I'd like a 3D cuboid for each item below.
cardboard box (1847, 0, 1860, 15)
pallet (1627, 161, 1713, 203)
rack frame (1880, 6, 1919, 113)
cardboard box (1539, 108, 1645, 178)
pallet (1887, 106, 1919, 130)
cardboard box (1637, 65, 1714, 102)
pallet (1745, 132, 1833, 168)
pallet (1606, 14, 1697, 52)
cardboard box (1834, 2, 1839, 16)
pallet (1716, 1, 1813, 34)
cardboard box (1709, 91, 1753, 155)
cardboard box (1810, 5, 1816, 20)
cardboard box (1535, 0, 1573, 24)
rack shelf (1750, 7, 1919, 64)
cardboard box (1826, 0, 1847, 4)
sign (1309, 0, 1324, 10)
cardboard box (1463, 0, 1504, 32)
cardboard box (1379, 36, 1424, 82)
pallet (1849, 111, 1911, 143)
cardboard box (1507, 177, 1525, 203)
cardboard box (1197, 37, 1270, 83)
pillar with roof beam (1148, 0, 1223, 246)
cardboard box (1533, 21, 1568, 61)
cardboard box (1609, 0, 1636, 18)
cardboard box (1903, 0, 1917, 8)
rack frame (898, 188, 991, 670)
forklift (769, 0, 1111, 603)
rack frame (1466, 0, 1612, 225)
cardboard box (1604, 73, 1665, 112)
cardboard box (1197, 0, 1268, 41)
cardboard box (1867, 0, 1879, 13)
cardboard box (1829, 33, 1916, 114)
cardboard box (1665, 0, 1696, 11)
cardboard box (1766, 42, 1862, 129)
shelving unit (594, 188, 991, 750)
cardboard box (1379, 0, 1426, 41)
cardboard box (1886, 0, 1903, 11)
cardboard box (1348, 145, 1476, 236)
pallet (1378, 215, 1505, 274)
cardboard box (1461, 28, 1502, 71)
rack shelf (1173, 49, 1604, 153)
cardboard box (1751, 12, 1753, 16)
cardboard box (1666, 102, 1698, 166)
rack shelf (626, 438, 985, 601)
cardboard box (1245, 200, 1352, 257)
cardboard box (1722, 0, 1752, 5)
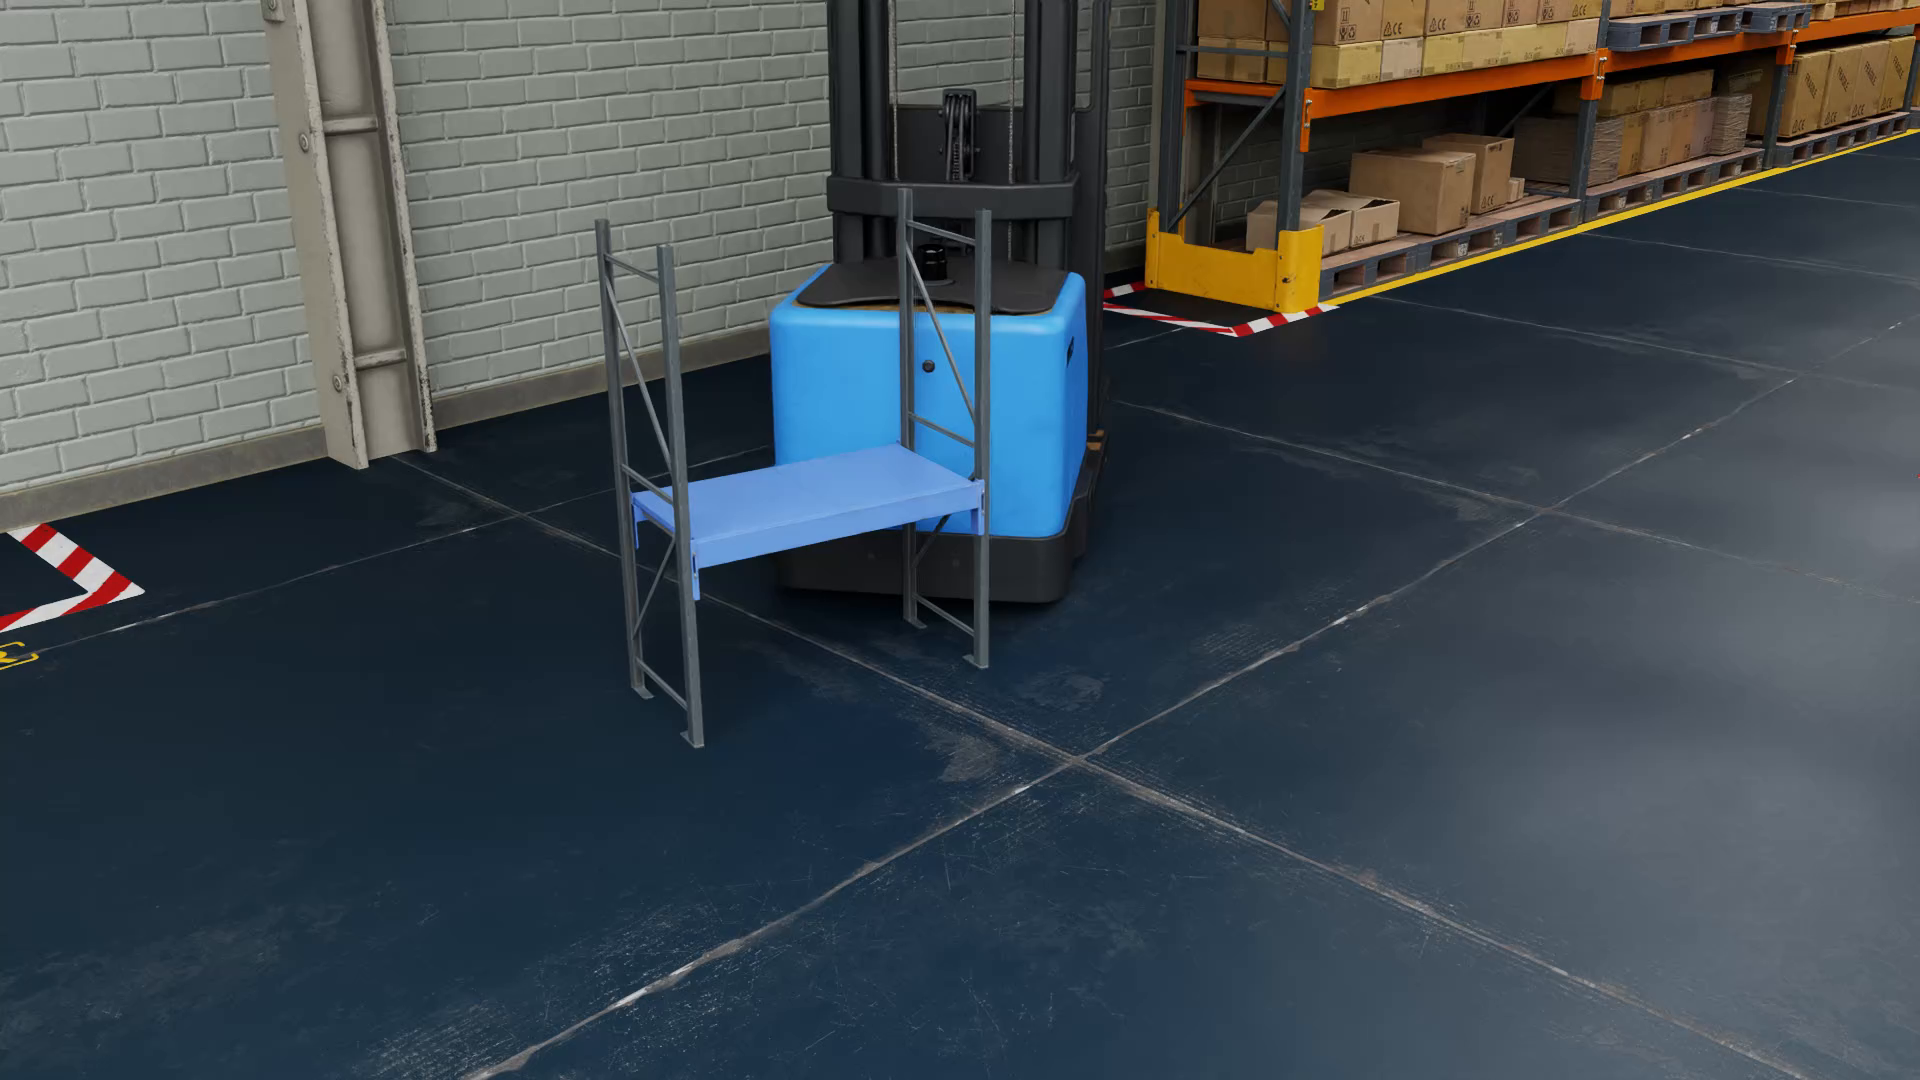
[{"bbox_3d":[8.707,-5.320,16.558,0.380,0.149,0.250,19,28,41],"label":"cardboard box"},{"bbox_3d":[5.852,-3.190,14.581,1.003,0.211,1.213,19,28,41],"label":"pallet"},{"bbox_3d":[10.040,-6.033,18.089,1.000,3.000,0.127,19,28,41],"label":"rack frame"},{"bbox_3d":[5.285,-3.354,13.990,0.700,0.500,0.500,19,28,40],"label":"cardboard box"},{"bbox_3d":[10.626,-4.907,19.047,1.003,0.211,1.213,19,28,41],"label":"pallet"},{"bbox_3d":[6.342,-4.064,14.793,0.500,0.250,0.500,-20,28,-41],"label":"cardboard box"},{"bbox_3d":[7.853,-3.887,16.392,1.003,0.211,1.213,19,28,41],"label":"pallet"},{"bbox_3d":[5.096,-4.047,13.190,1.003,0.211,1.213,19,28,41],"label":"pallet"},{"bbox_3d":[8.335,-5.197,16.238,0.250,0.149,0.380,-19,28,-41],"label":"cardboard box"},{"bbox_3d":[6.828,-4.705,14.902,1.213,0.211,1.003,19,28,41],"label":"pallet"},{"bbox_3d":[6.784,-3.845,15.268,0.500,0.500,0.700,-20,29,-41],"label":"cardboard box"},{"bbox_3d":[7.827,-4.986,15.688,0.250,0.149,0.380,-20,29,-41],"label":"cardboard box"},{"bbox_3d":[4.006,-3.937,11.773,0.500,0.500,0.500,19,28,40],"label":"cardboard box"},{"bbox_3d":[8.644,-5.183,16.881,1.077,0.370,4.000,19,28,41],"label":"rack shelf"},{"bbox_3d":[8.143,-5.392,15.841,0.500,0.500,0.500,-19,28,-40],"label":"cardboard box"},{"bbox_3d":[2.057,-3.216,9.555,0.100,0.325,0.005,19,28,41],"label":"sign"},{"bbox_3d":[3.285,-3.676,11.095,0.500,0.500,0.500,-19,28,-40],"label":"cardboard box"},{"bbox_3d":[2.588,-3.070,10.563,0.500,0.250,0.500,18,28,39],"label":"cardboard box"},{"bbox_3d":[9.555,-4.514,18.024,1.003,0.211,1.213,19,28,41],"label":"pallet"},{"bbox_3d":[4.107,-2.714,12.791,0.380,0.166,0.250,15,26,34],"label":"cardboard box"},{"bbox_3d":[1.855,-3.056,10.526,0.500,0.250,0.500,-20,28,-41],"label":"cardboard box"},{"bbox_3d":[4.621,-5.067,7.216,9.100,9.000,0.400,19,28,41],"label":"pillar with roof beam"},{"bbox_3d":[3.992,-3.592,11.920,0.500,0.250,0.500,19,28,41],"label":"cardboard box"},{"bbox_3d":[4.838,-4.351,12.960,0.700,0.500,0.500,19,28,41],"label":"cardboard box"},{"bbox_3d":[9.847,-5.696,17.536,0.250,0.149,0.380,-20,28,-41],"label":"cardboard box"},{"bbox_3d":[-0.053,-0.350,5.396,0.032,1.500,0.500,-13,25,-30],"label":"rack frame"},{"bbox_3d":[0.071,-1.641,6.758,1.130,2.935,3.031,3,21,8],"label":"forklift"},{"bbox_3d":[4.459,-3.976,12.739,1.000,3.000,0.127,19,28,41],"label":"rack frame"},{"bbox_3d":[5.625,-3.807,14.124,0.500,0.250,0.500,18,28,39],"label":"cardboard box"},{"bbox_3d":[1.845,-3.412,10.406,0.500,0.500,0.500,19,28,40],"label":"cardboard box"},{"bbox_3d":[9.089,-5.451,16.899,0.380,0.149,0.250,18,28,39],"label":"cardboard box"},{"bbox_3d":[9.679,-5.026,17.880,0.750,0.750,0.750,20,28,41],"label":"cardboard box"},{"bbox_3d":[5.670,-4.670,13.790,0.500,0.500,0.700,-16,26,-35],"label":"cardboard box"},{"bbox_3d":[8.472,-4.577,16.712,0.750,0.750,0.750,19,28,40],"label":"cardboard box"},{"bbox_3d":[-0.482,-0.252,5.141,1.048,1.500,0.538,-13,25,-30],"label":"shelving unit"},{"bbox_3d":[2.569,-3.409,10.400,0.500,0.500,0.500,19,28,41],"label":"cardboard box"},{"bbox_3d":[9.492,-5.558,17.177,0.380,0.149,0.250,19,28,41],"label":"cardboard box"},{"bbox_3d":[3.161,-2.465,11.677,0.700,0.500,0.500,17,27,37],"label":"cardboard box"},{"bbox_3d":[3.164,-2.178,11.947,1.003,0.211,1.213,19,28,41],"label":"pallet"},{"bbox_3d":[3.302,-3.329,11.237,0.500,0.250,0.500,20,28,41],"label":"cardboard box"},{"bbox_3d":[3.064,-3.126,11.530,1.077,0.370,4.000,19,28,41],"label":"rack shelf"},{"bbox_3d":[7.464,-5.110,16.012,0.380,0.149,0.250,20,28,41],"label":"cardboard box"},{"bbox_3d":[6.015,-3.607,14.648,0.700,0.500,0.500,19,28,40],"label":"cardboard box"},{"bbox_3d":[-0.482,-0.085,5.205,1.000,0.185,0.538,-13,25,-30],"label":"rack shelf"},{"bbox_3d":[2.215,-2.054,10.871,0.500,0.311,0.500,15,26,35],"label":"cardboard box"},{"bbox_3d":[6.558,-4.983,14.605,0.700,0.500,0.500,16,26,36],"label":"cardboard box"}]
